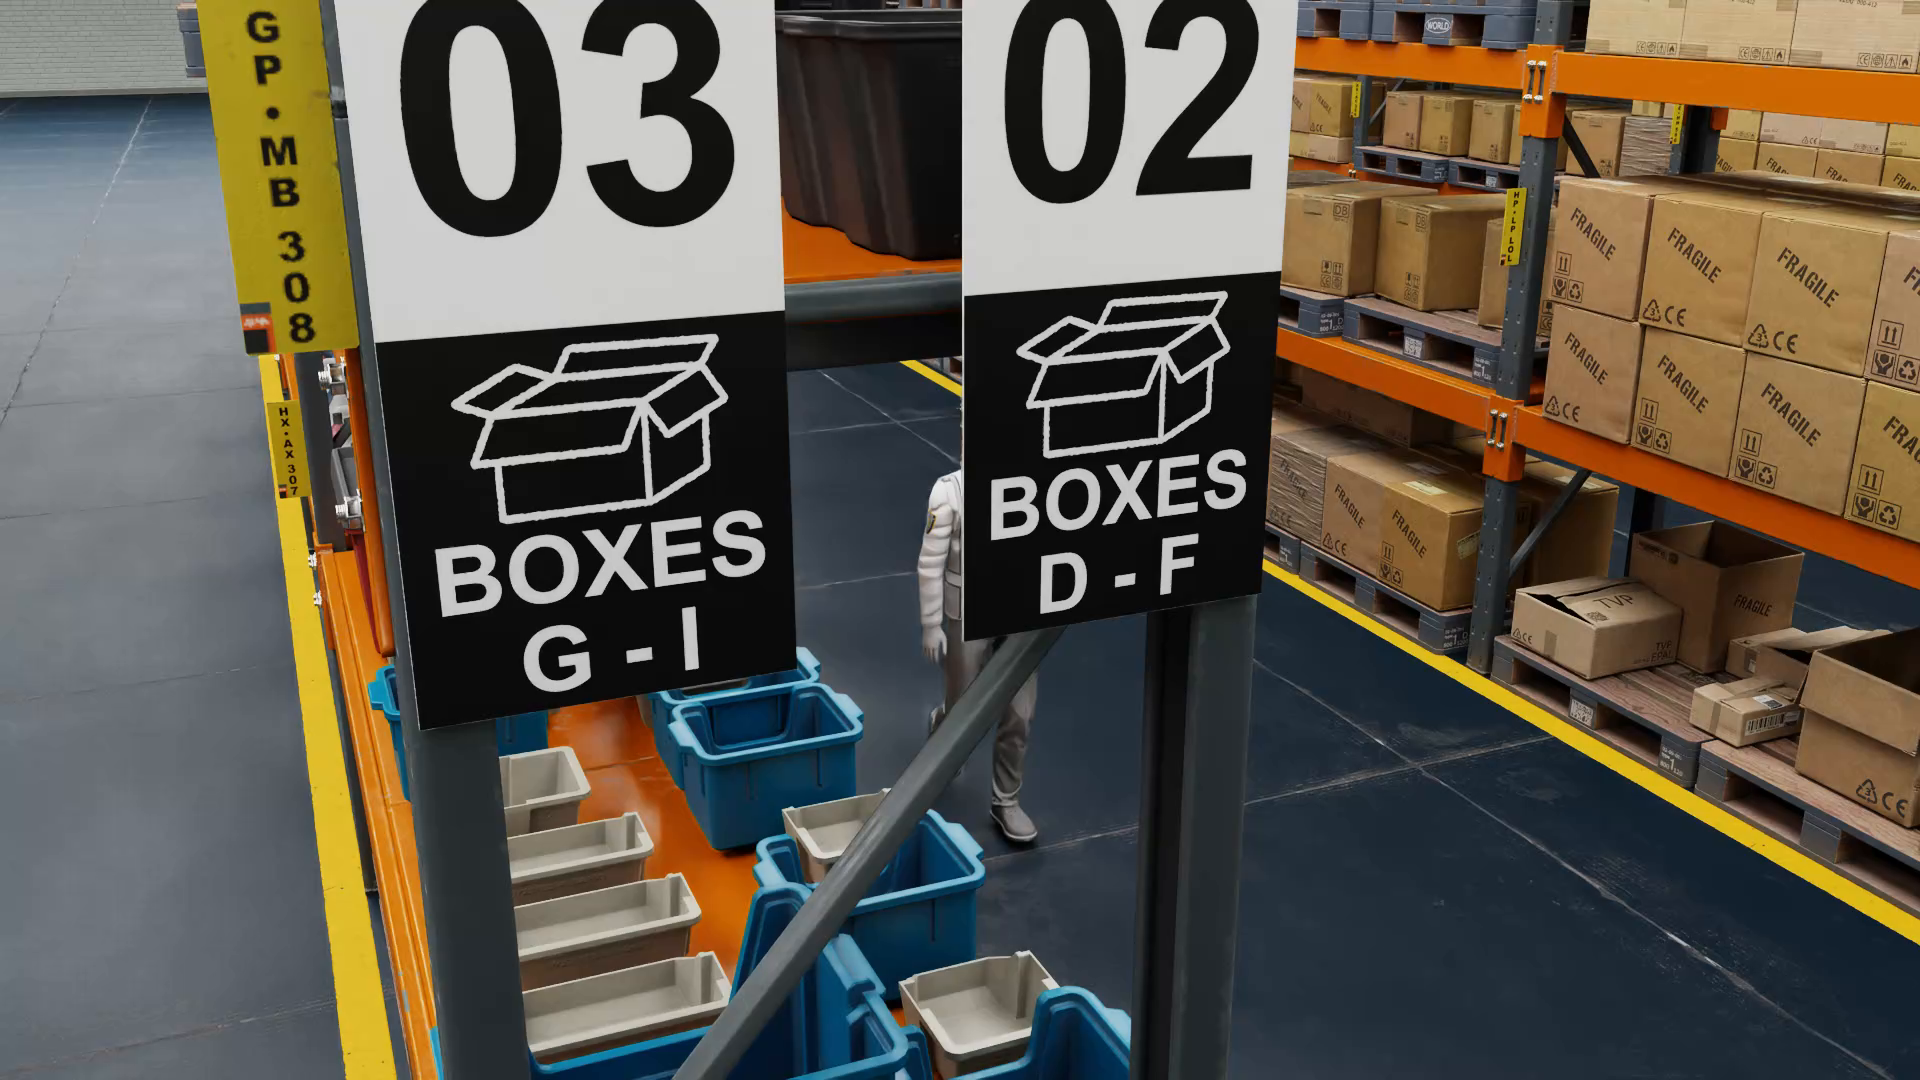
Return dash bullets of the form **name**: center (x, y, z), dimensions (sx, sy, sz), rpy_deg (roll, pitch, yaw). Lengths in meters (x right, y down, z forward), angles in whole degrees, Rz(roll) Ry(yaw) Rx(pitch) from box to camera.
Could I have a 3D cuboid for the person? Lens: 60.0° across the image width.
- **person**: center (0.079, 0.269, 6.216), dimensions (0.513, 1.637, 0.675), rpy_deg (-6, 20, -18)
